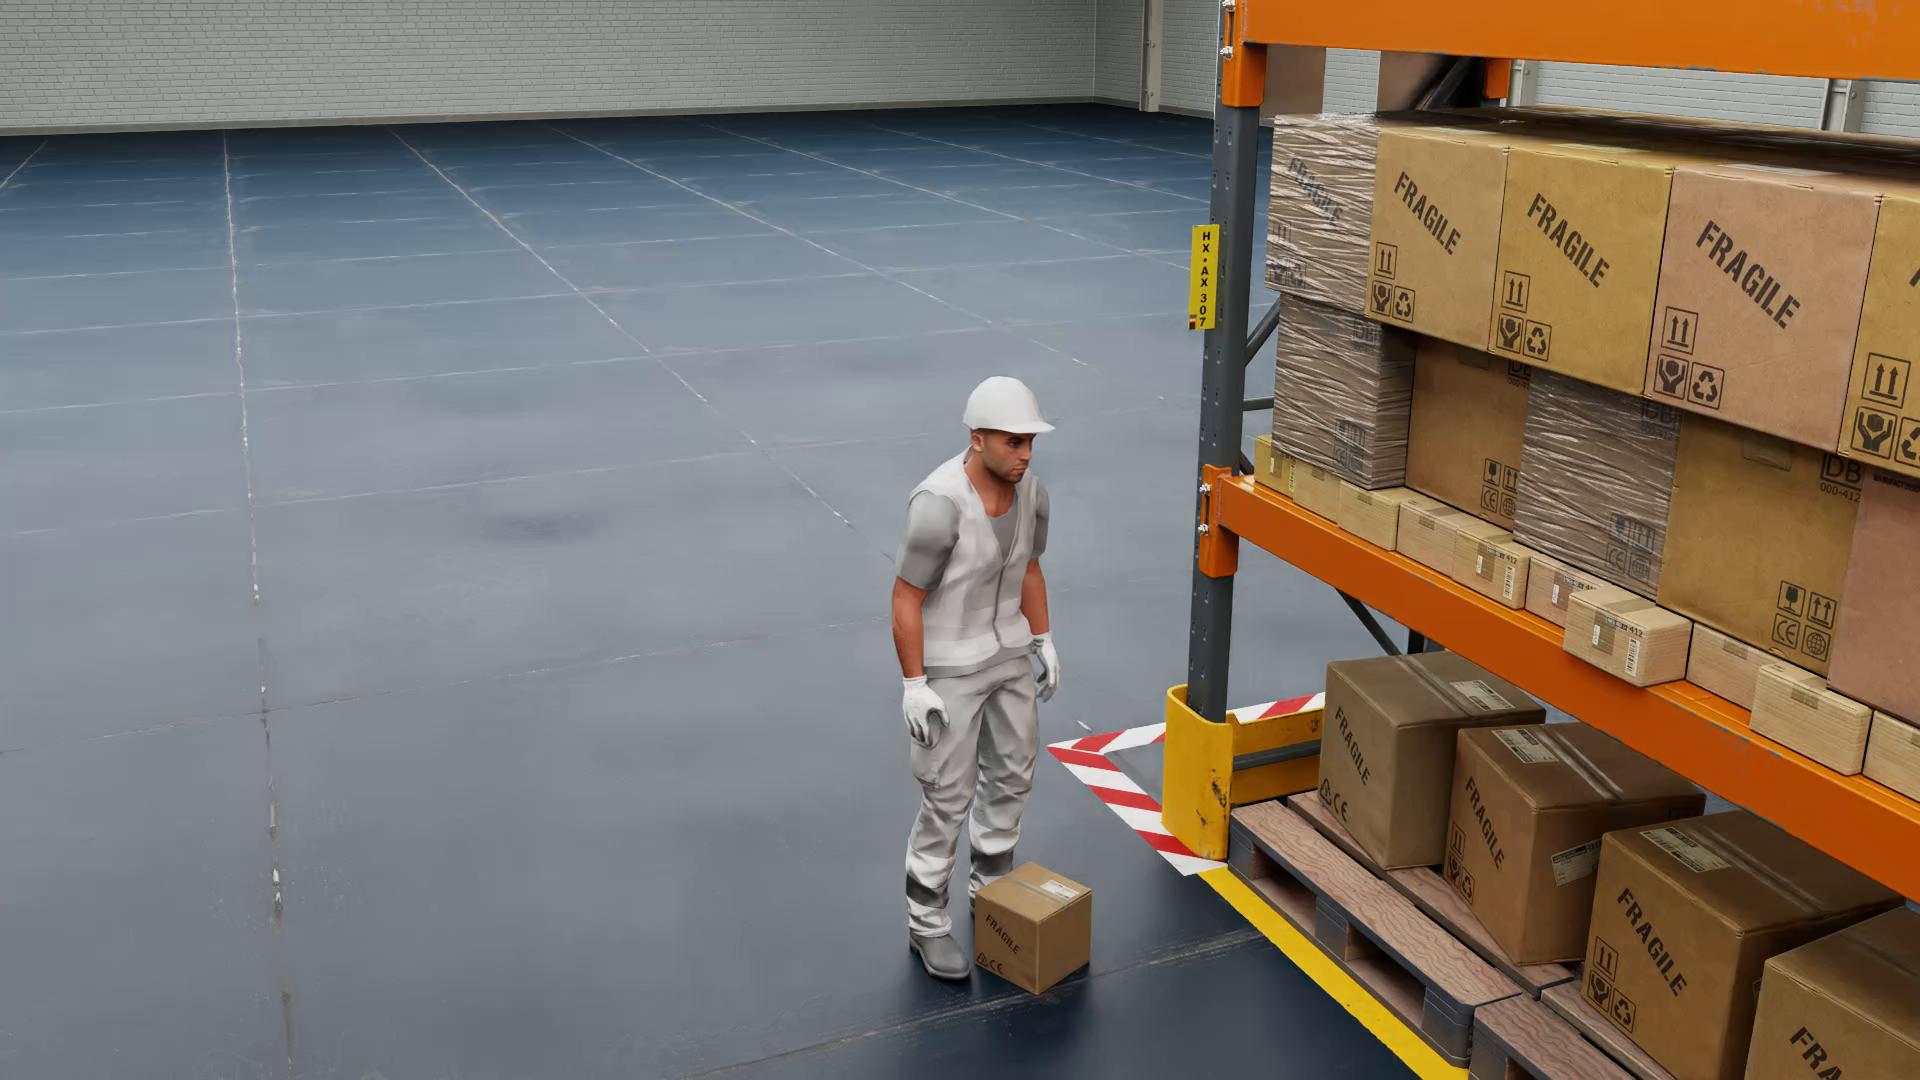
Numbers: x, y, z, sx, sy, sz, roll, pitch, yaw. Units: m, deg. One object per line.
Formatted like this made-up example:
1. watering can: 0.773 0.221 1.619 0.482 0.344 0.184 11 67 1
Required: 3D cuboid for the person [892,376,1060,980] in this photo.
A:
1. person: 0.063 0.386 4.895 0.610 1.779 0.455 -17 25 -40
